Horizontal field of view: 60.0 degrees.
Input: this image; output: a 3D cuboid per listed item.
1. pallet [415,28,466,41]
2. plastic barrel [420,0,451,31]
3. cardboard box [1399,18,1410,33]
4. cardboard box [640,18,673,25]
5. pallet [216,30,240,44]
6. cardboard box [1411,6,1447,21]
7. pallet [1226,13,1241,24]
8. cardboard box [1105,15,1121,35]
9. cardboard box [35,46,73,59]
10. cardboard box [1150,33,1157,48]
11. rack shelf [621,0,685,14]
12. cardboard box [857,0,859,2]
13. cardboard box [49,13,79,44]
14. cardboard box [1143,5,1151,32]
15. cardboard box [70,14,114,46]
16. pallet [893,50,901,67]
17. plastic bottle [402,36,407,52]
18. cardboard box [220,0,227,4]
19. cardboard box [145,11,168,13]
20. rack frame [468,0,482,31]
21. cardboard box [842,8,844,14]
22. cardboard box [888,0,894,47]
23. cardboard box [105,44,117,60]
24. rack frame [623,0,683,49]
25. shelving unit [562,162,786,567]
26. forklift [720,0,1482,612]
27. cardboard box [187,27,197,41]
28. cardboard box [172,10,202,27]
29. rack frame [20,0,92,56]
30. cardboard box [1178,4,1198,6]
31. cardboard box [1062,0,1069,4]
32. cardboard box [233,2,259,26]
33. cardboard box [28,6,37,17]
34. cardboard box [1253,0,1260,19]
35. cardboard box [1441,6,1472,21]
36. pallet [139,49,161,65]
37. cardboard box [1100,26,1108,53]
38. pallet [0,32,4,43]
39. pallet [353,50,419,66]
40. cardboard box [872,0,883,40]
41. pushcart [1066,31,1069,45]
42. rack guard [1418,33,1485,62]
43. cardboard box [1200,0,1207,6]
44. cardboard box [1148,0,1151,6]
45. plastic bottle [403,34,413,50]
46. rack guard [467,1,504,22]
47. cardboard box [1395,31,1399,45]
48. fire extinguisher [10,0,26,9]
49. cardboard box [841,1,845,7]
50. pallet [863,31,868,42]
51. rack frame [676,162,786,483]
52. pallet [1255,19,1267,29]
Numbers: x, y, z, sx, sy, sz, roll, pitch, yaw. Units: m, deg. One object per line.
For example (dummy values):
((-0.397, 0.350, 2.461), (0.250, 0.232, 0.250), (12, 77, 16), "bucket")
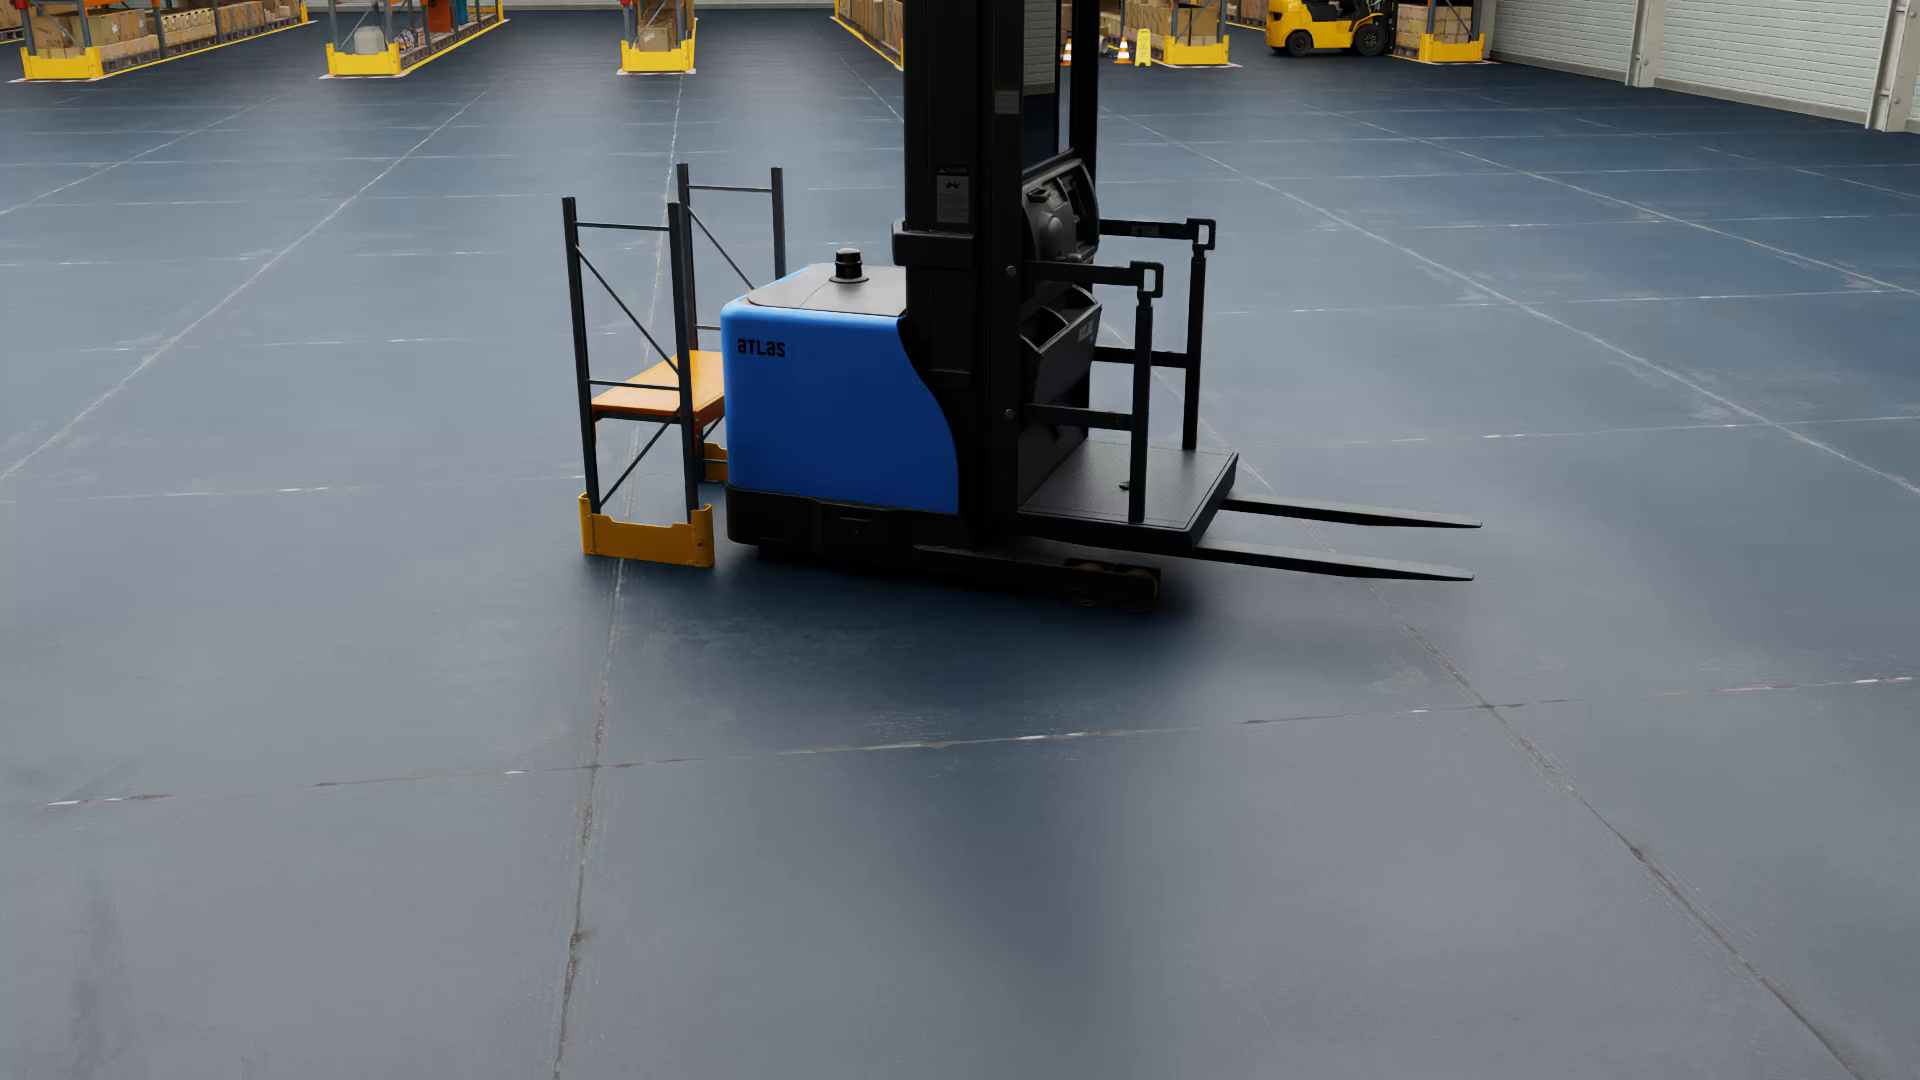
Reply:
((-11.614, -11.252, 37.041), (1.003, 0.211, 1.213), (-3, 21, -8), "pallet")
((-11.547, -11.636, 36.585), (0.600, 0.830, 0.708), (-3, 21, -8), "plastic barrel")
((8.872, -9.989, 32.288), (0.500, 0.250, 0.500), (-3, 21, -8), "cardboard box")
((-5.873, -9.840, 32.246), (0.500, 0.500, 0.500), (4, 21, 9), "cardboard box")
((-16.432, -10.993, 36.347), (1.003, 0.211, 1.213), (-3, 21, -8), "pallet")
((8.938, -10.040, 31.710), (0.500, 0.250, 0.500), (-2, 21, -6), "cardboard box")
((7.485, -13.605, 43.341), (1.003, 0.211, 1.213), (-3, 21, -8), "pallet")
((3.640, -11.048, 35.665), (0.950, 0.372, 0.625), (-2, 21, -4), "cardboard box")
((-15.578, -8.348, 28.611), (0.500, 0.250, 0.500), (-3, 21, -8), "cardboard box")
((3.952, -9.622, 32.020), (0.500, 0.250, 0.500), (-3, 21, -8), "cardboard box")
((-5.693, -10.123, 31.060), (1.077, 0.370, 4.000), (-3, 21, -8), "rack shelf")
((-2.135, -12.704, 38.844), (0.500, 0.250, 0.500), (-2, 21, -6), "cardboard box")
((-15.739, -9.045, 29.404), (0.500, 0.500, 0.500), (-3, 21, -8), "cardboard box")
((3.884, -10.147, 32.355), (0.500, 0.500, 0.500), (-3, 21, -9), "cardboard box")
((-15.139, -8.899, 29.013), (0.500, 0.500, 0.500), (-3, 21, -8), "cardboard box")
((-0.675, -8.949, 30.875), (1.003, 0.211, 1.213), (-3, 21, -8), "pallet")
((-10.274, -9.174, 30.745), (0.061, 0.283, 0.133), (-3, 21, -7), "plastic bottle")
((-16.965, -12.284, 37.691), (0.500, 0.250, 0.500), (-3, 21, -8), "cardboard box")
((-16.421, -10.656, 33.988), (0.500, 0.311, 0.500), (-3, 21, -9), "cardboard box")
((-12.036, -13.672, 39.536), (1.000, 3.000, 0.127), (-3, 21, -8), "rack frame")
((-2.859, -13.746, 43.206), (0.380, 0.149, 0.250), (-4, 21, -10), "cardboard box")
((-0.904, -10.036, 32.235), (0.875, 0.875, 0.875), (-3, 21, -7), "cardboard box")
((-15.141, -8.547, 29.144), (0.500, 0.250, 0.500), (-3, 21, -8), "cardboard box")
((-5.405, -9.767, 29.080), (1.000, 3.000, 0.127), (-3, 21, -8), "rack frame")
((-1.171, -0.797, 7.205), (0.587, 1.500, 1.083), (6, 21, 16), "shelving unit")
((0.588, -1.302, 6.512), (3.031, 2.935, 1.130), (7, 22, 18), "forklift")
((-15.820, -10.247, 33.695), (0.500, 0.250, 0.500), (-3, 21, -7), "cardboard box")
((-15.891, -10.687, 34.070), (0.500, 0.311, 0.500), (-3, 21, -8), "cardboard box")
((-15.208, -9.269, 27.746), (1.000, 3.000, 0.127), (-3, 21, -8), "rack frame")
((4.411, -10.183, 32.452), (0.500, 0.500, 0.500), (-3, 21, -7), "cardboard box")
((2.978, -13.100, 40.441), (0.875, 0.875, 0.875), (-2, 21, -6), "cardboard box")
((-16.520, -12.131, 38.352), (0.500, 0.500, 0.500), (-3, 21, -8), "cardboard box")
((-21.617, -12.144, 37.915), (0.750, 0.750, 0.750), (-3, 21, -7), "cardboard box")
((7.584, -13.164, 41.146), (0.500, 0.500, 0.500), (-4, 21, -9), "cardboard box")
((9.431, -10.072, 31.796), (0.500, 0.250, 0.500), (-3, 21, -9), "cardboard box")
((-15.712, -9.070, 31.199), (1.003, 0.211, 1.213), (-3, 21, -8), "pallet")
((2.633, -10.043, 33.386), (0.500, 0.500, 0.500), (12, 24, 29), "cardboard box")
((-21.302, -10.758, 35.719), (1.003, 0.211, 1.213), (-3, 21, -8), "pallet")
((-10.648, -8.938, 30.846), (1.003, 0.211, 1.213), (-3, 21, -8), "pallet")
((-1.237, -10.721, 34.248), (1.050, 0.750, 0.750), (-3, 21, -8), "cardboard box")
((1.576, -10.291, 34.231), (1.648, 0.377, 0.936), (-11, 23, -26), "pushcart")
((9.316, -9.339, 31.507), (1.175, 0.500, 0.348), (-3, 21, -8), "rack guard")
((7.001, -14.869, 45.708), (0.797, 0.503, 0.637), (-4, 21, -10), "cardboard box")
((3.839, -10.397, 32.098), (0.380, 0.149, 0.250), (-2, 21, -5), "cardboard box")
((-10.411, -9.389, 31.333), (0.152, 0.276, 0.135), (-3, 21, -7), "plastic bottle")
((-12.629, -13.894, 43.701), (1.175, 0.500, 0.348), (-3, 21, -8), "rack guard")
((8.807, -9.920, 32.820), (0.500, 0.250, 0.500), (-3, 21, -7), "cardboard box")
((-15.651, -9.168, 27.587), (0.296, 0.674, 0.183), (-3, 21, -8), "fire extinguisher")
((-2.931, -14.056, 43.613), (0.380, 0.149, 0.250), (-2, 21, -6), "cardboard box")
((-1.596, -11.169, 36.819), (1.003, 0.211, 1.213), (-3, 21, -8), "pallet")
((-1.026, -0.964, 7.652), (0.500, 1.500, 0.032), (6, 21, 16), "rack frame")
((7.917, -12.664, 40.822), (1.003, 0.211, 1.213), (-3, 21, -8), "pallet")
